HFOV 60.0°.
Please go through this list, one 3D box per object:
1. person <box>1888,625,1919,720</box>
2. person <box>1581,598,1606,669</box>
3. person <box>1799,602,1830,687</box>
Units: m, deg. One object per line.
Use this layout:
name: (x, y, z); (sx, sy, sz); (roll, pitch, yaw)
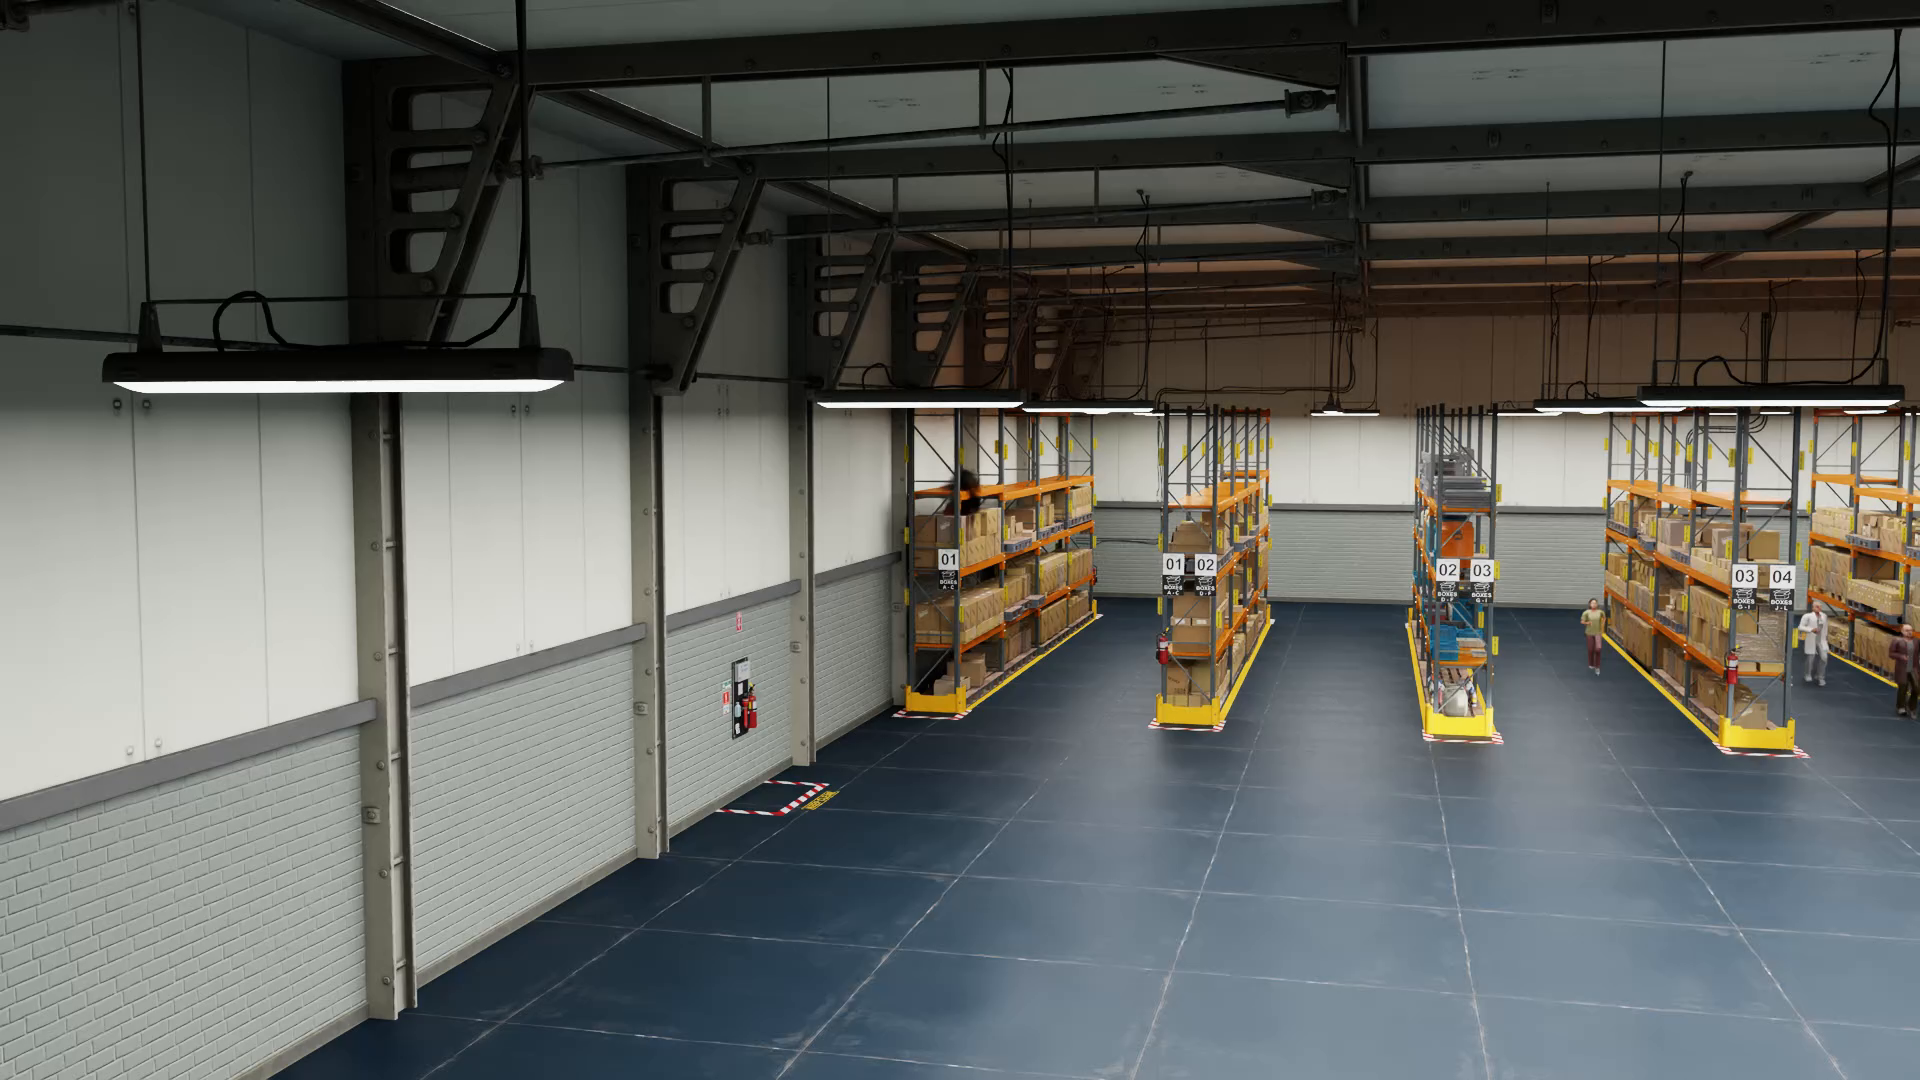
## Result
person: (18.143, 2.531, 31.844); (0.682, 1.824, 0.811); (1, 4, 16)
person: (14.274, 2.087, 37.476); (0.559, 1.566, 0.720); (1, 4, 17)
person: (18.416, 2.239, 35.828); (0.689, 1.827, 0.833); (0, 4, 7)
